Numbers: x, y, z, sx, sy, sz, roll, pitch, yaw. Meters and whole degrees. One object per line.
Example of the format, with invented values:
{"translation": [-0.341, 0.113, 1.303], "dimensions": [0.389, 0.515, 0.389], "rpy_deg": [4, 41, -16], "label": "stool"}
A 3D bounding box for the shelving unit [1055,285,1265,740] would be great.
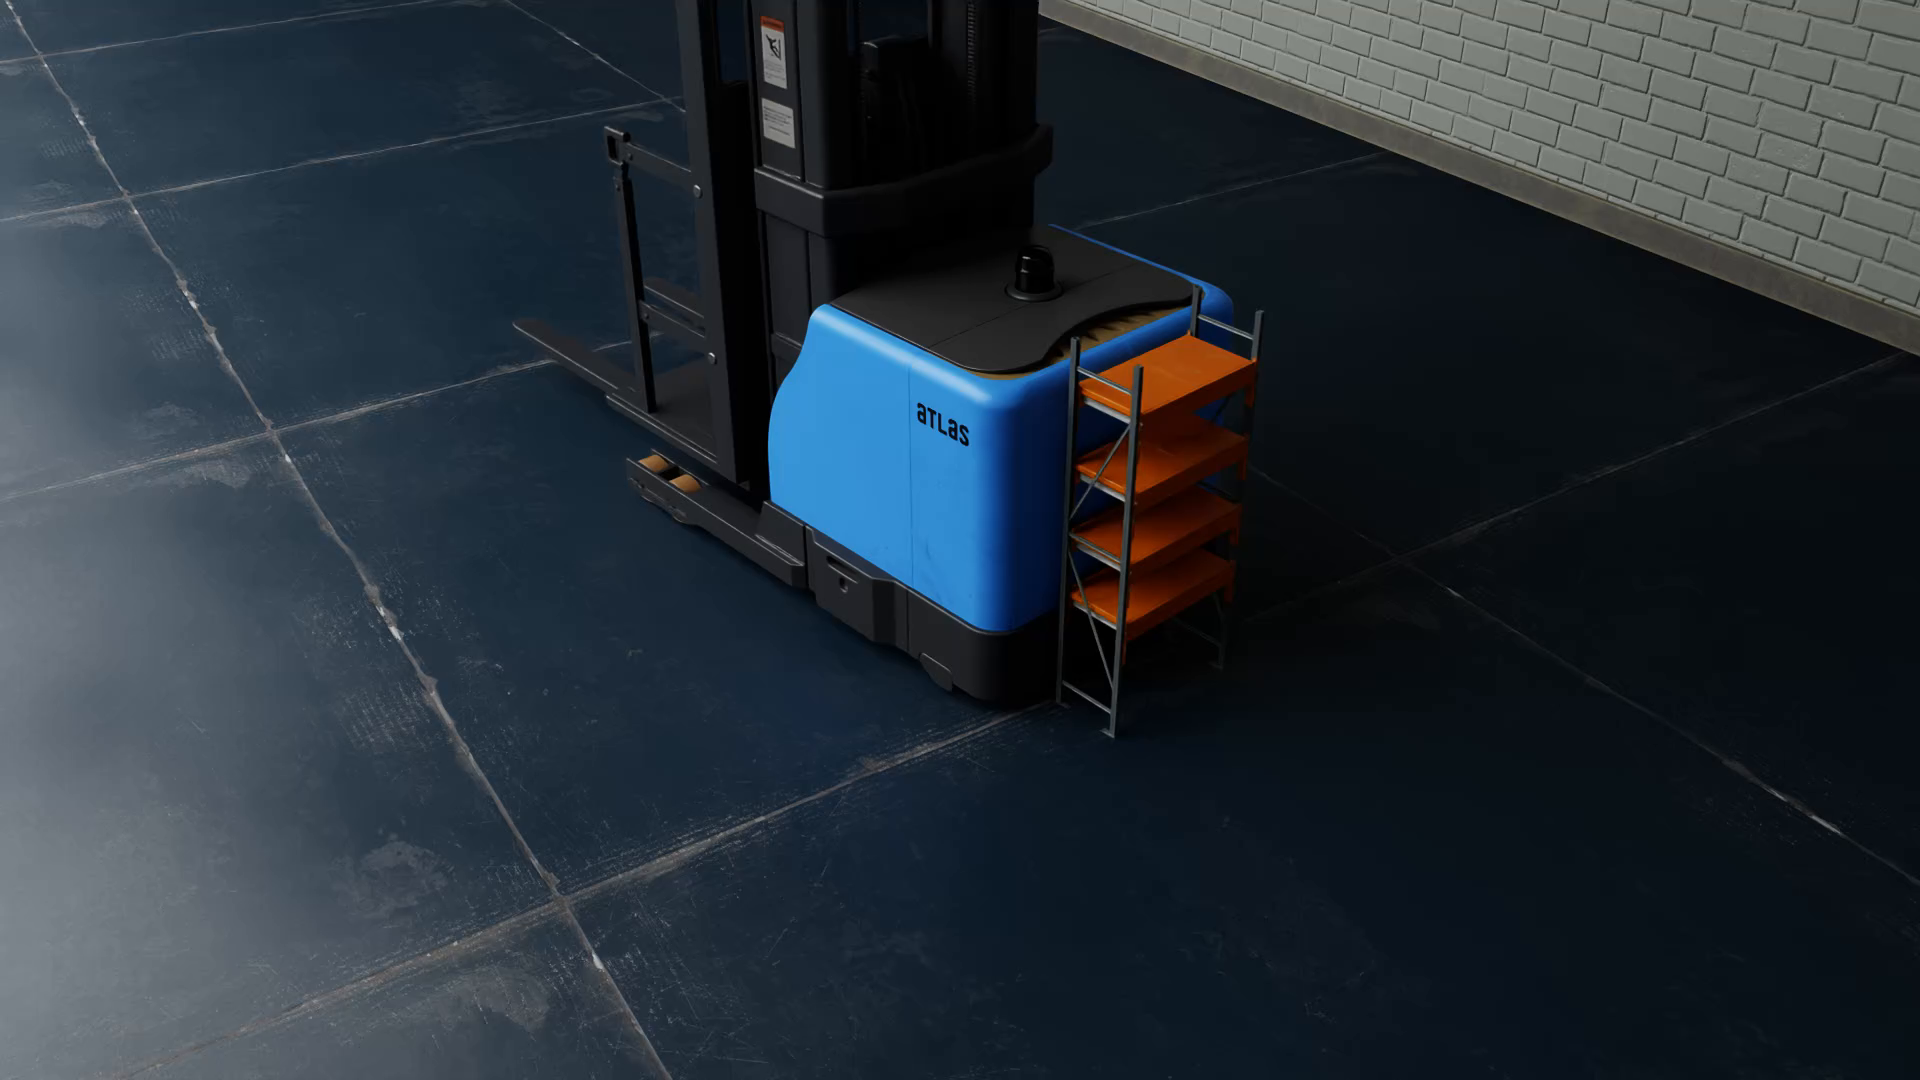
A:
{"translation": [0.554, -0.065, 4.726], "dimensions": [0.503, 1.200, 0.258], "rpy_deg": [-26, 41, -35], "label": "shelving unit"}

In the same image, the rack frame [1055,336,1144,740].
{"translation": [0.375, 0.024, 4.586], "dimensions": [0.015, 1.200, 0.240], "rpy_deg": [-26, 41, -35], "label": "rack frame"}

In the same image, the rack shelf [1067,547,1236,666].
{"translation": [0.553, 0.160, 4.869], "dimensions": [0.480, 0.148, 0.258], "rpy_deg": [-26, 41, -35], "label": "rack shelf"}

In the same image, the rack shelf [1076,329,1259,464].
{"translation": [0.555, -0.396, 4.515], "dimensions": [0.480, 0.148, 0.258], "rpy_deg": [-26, 41, -35], "label": "rack shelf"}

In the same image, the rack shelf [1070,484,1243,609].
{"translation": [0.553, -0.008, 4.763], "dimensions": [0.480, 0.148, 0.258], "rpy_deg": [-26, 41, -35], "label": "rack shelf"}

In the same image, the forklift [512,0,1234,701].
{"translation": [-0.543, -1.465, 5.325], "dimensions": [1.130, 2.935, 3.031], "rpy_deg": [-26, 41, -35], "label": "forklift"}

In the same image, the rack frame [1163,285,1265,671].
{"translation": [0.733, -0.153, 4.867], "dimensions": [0.015, 1.200, 0.240], "rpy_deg": [-26, 41, -35], "label": "rack frame"}

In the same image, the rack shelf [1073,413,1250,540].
{"translation": [0.554, -0.197, 4.642], "dimensions": [0.480, 0.148, 0.258], "rpy_deg": [-26, 41, -35], "label": "rack shelf"}
